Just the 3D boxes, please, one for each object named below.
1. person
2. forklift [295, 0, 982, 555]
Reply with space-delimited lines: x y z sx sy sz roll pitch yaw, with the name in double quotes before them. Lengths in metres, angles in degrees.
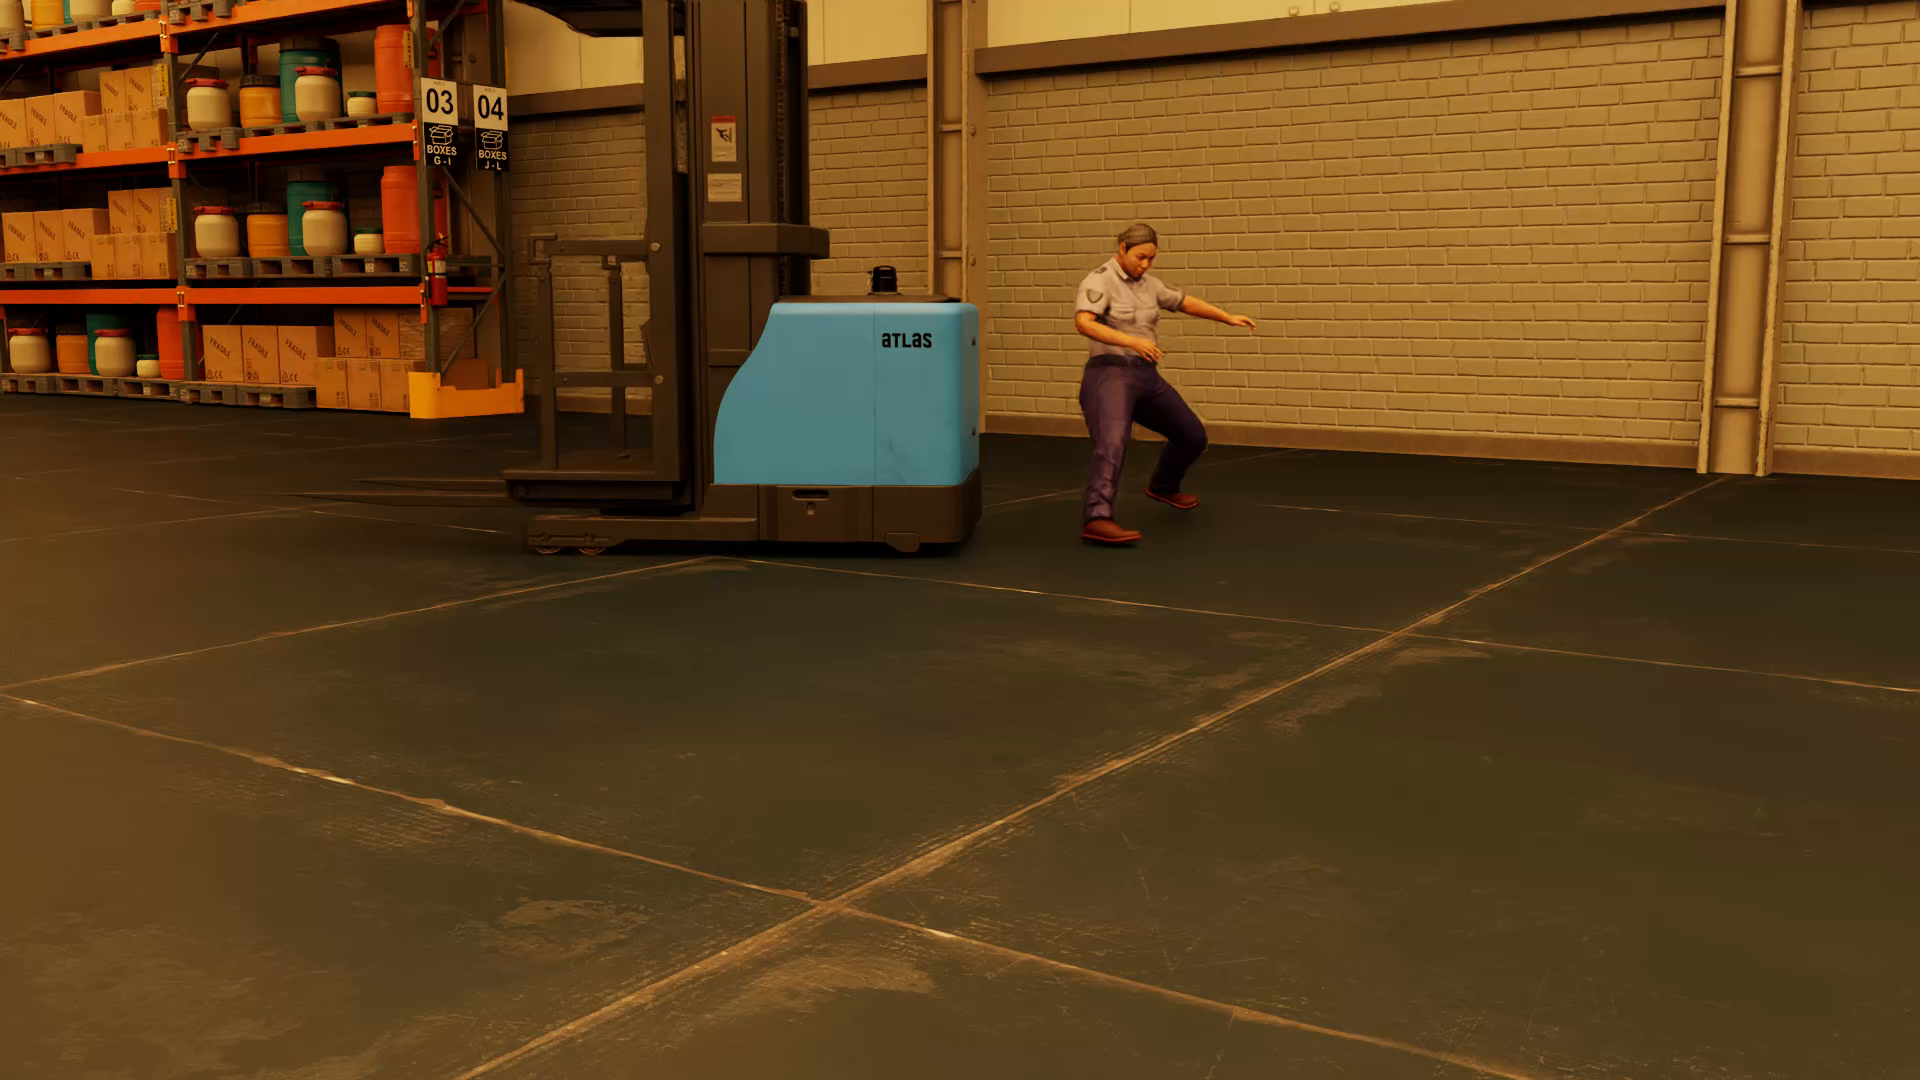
"person" 0.923 -0.781 7.925 1.273 1.433 0.824 -7 11 -42
"forklift" -1.446 -1.460 7.458 3.031 2.935 1.130 1 8 6
